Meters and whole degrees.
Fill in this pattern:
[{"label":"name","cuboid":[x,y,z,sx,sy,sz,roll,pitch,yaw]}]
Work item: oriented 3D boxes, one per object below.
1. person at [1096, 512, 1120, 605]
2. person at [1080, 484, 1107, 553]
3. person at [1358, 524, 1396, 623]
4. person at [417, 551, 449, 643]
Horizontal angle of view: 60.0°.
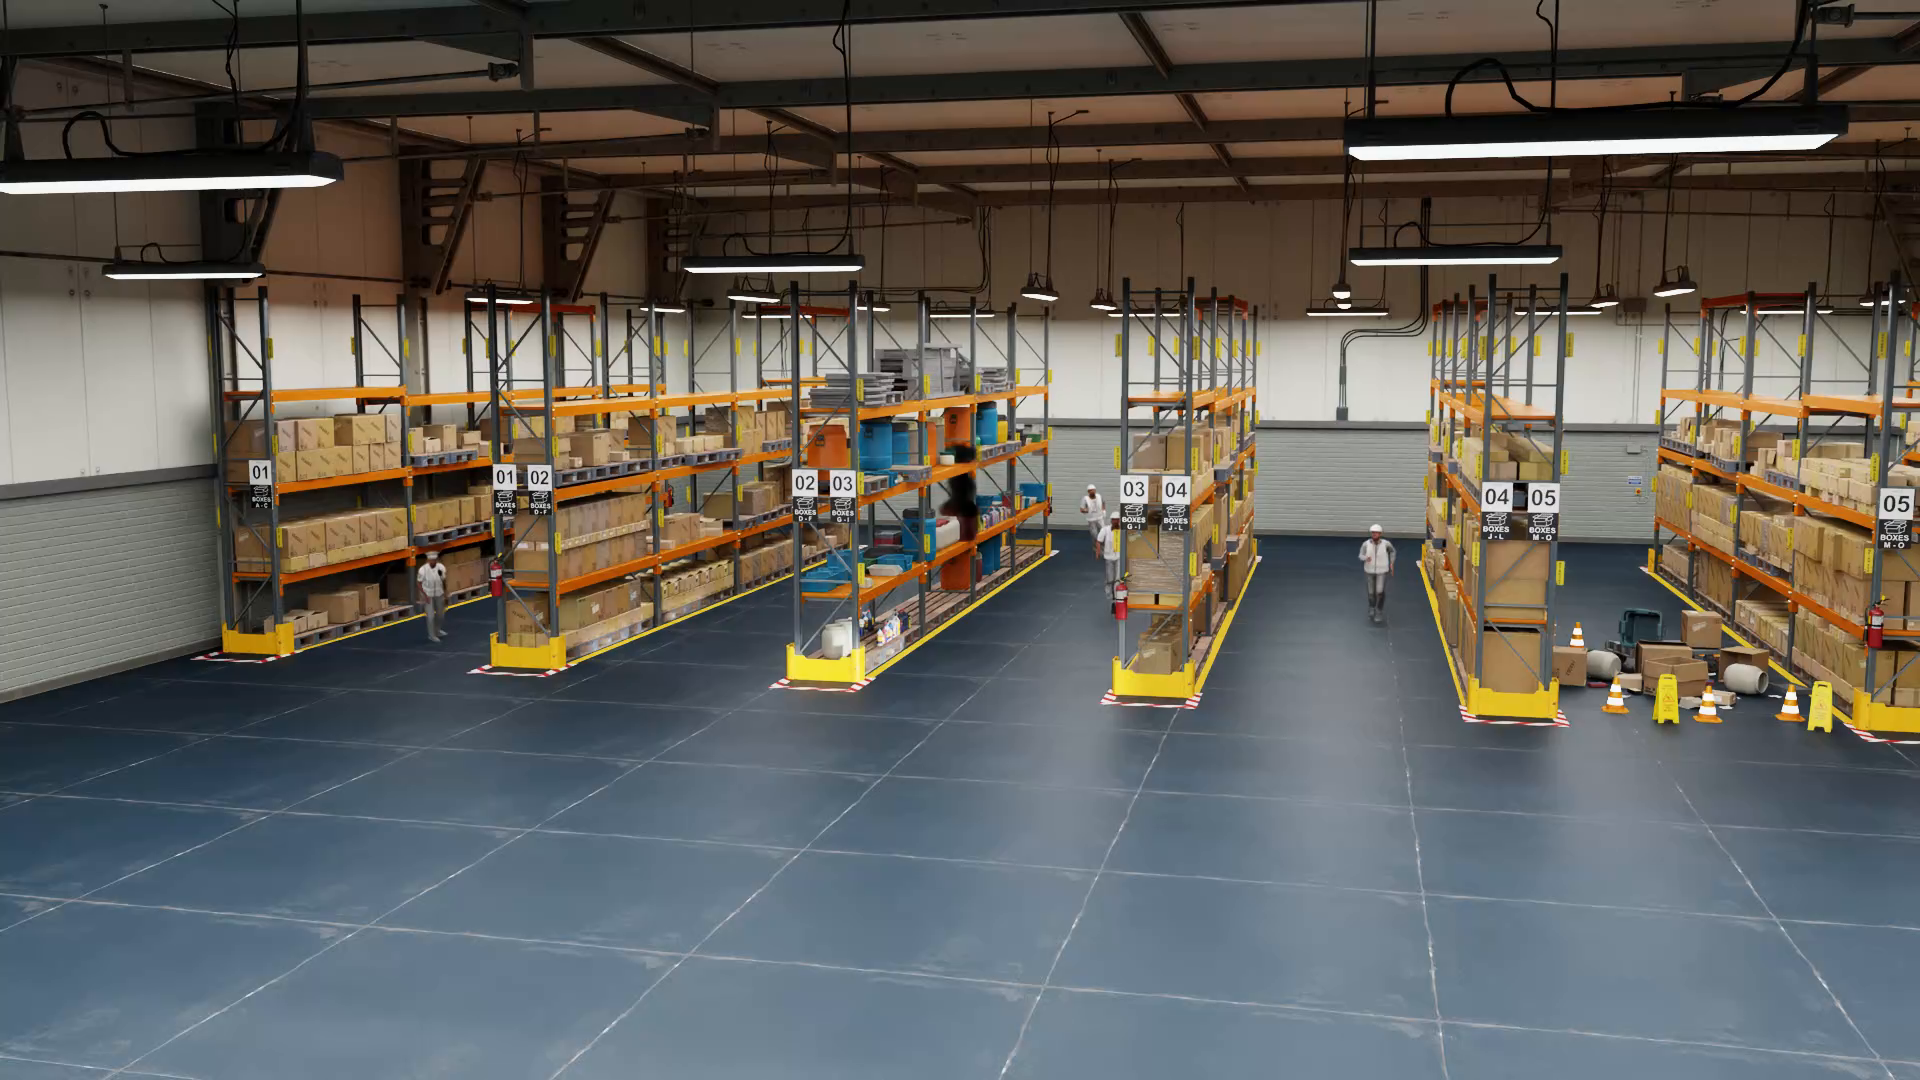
[{"label":"person","cuboid":[2.884,0.333,30.820,0.716,1.729,0.643,0,7,0]},{"label":"person","cuboid":[3.274,-0.496,40.356,0.759,1.731,0.657,-1,7,-11]},{"label":"person","cuboid":[7.659,0.617,30.595,0.642,1.825,0.831,2,7,20]},{"label":"person","cuboid":[-9.035,0.954,28.494,0.572,1.612,0.768,-5,8,-36]}]
